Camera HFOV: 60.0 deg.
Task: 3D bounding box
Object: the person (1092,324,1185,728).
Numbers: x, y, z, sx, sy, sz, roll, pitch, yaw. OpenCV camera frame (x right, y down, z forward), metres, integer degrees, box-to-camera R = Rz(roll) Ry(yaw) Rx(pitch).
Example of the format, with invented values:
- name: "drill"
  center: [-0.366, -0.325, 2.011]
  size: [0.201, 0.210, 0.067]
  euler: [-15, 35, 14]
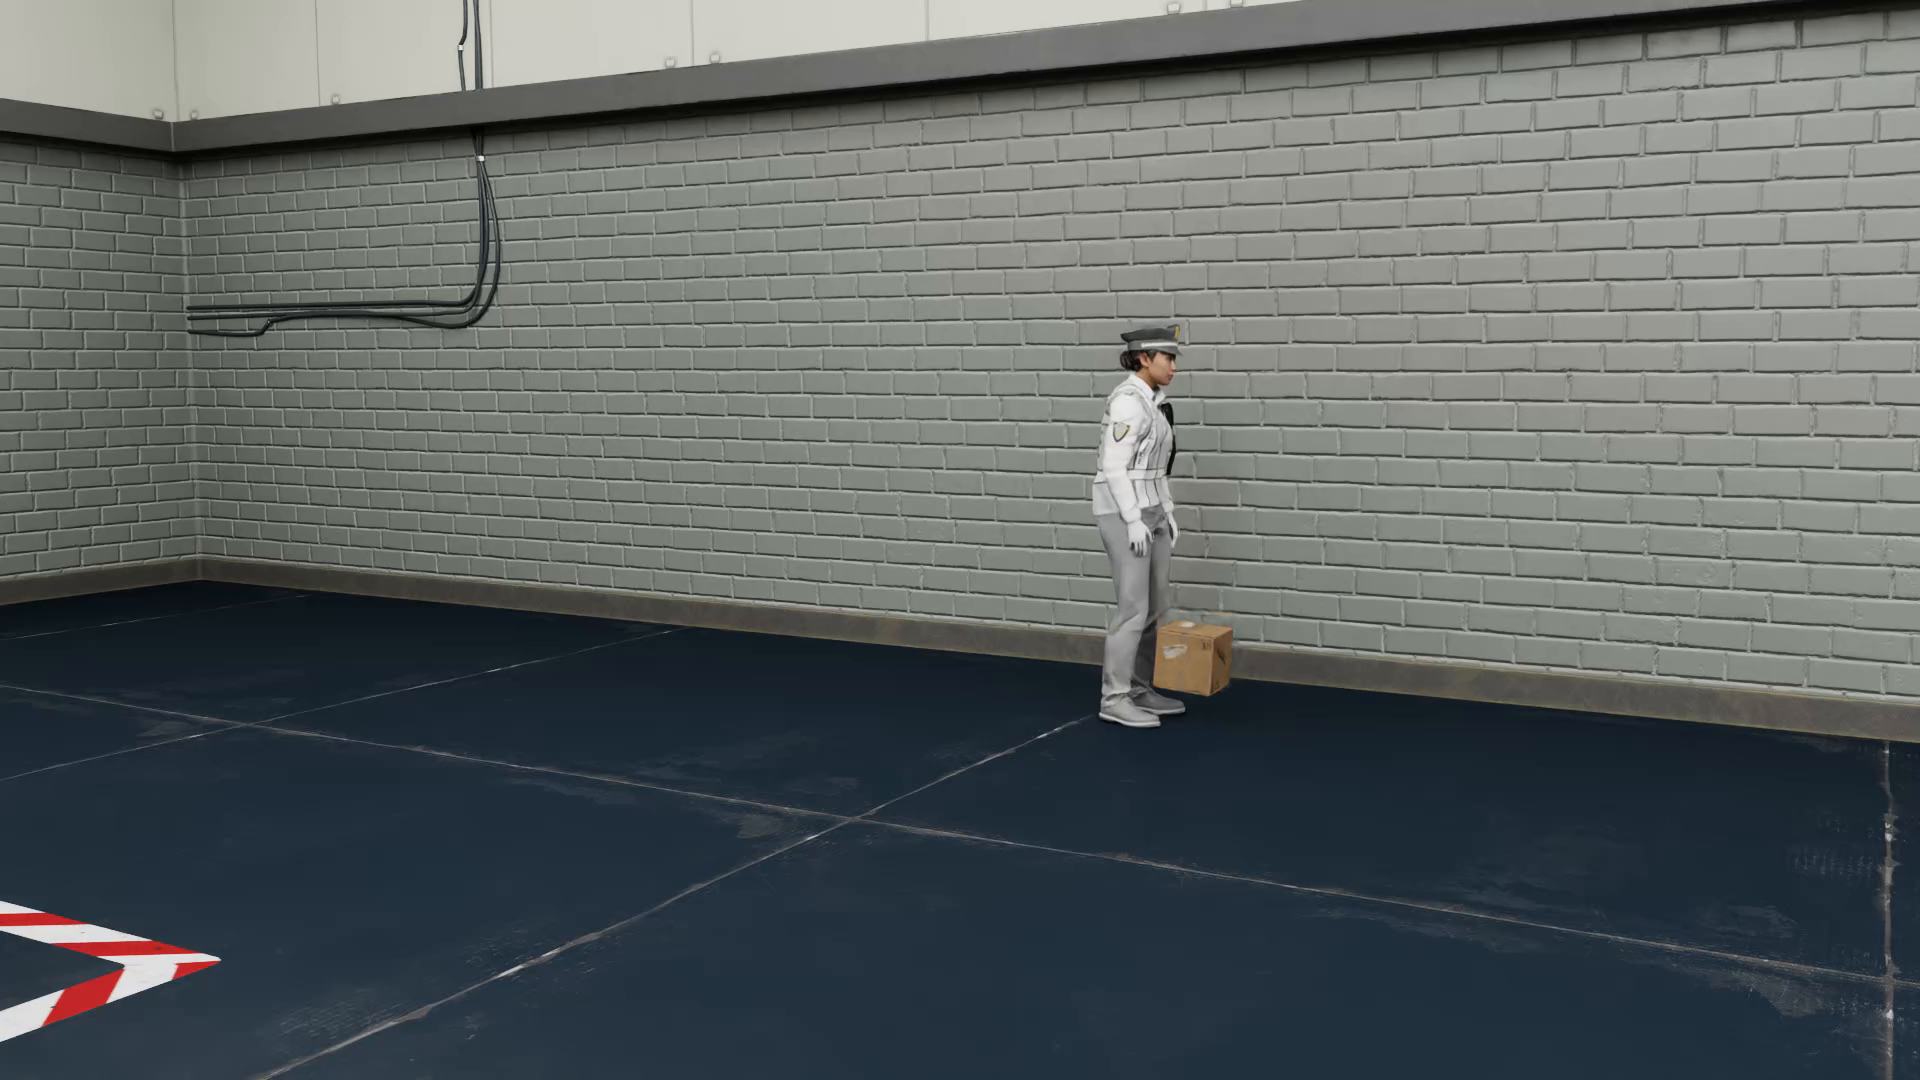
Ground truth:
- name: "person"
  center: [0.757, -0.075, 7.044]
  size: [0.358, 1.666, 0.512]
  euler: [3, 7, 27]
